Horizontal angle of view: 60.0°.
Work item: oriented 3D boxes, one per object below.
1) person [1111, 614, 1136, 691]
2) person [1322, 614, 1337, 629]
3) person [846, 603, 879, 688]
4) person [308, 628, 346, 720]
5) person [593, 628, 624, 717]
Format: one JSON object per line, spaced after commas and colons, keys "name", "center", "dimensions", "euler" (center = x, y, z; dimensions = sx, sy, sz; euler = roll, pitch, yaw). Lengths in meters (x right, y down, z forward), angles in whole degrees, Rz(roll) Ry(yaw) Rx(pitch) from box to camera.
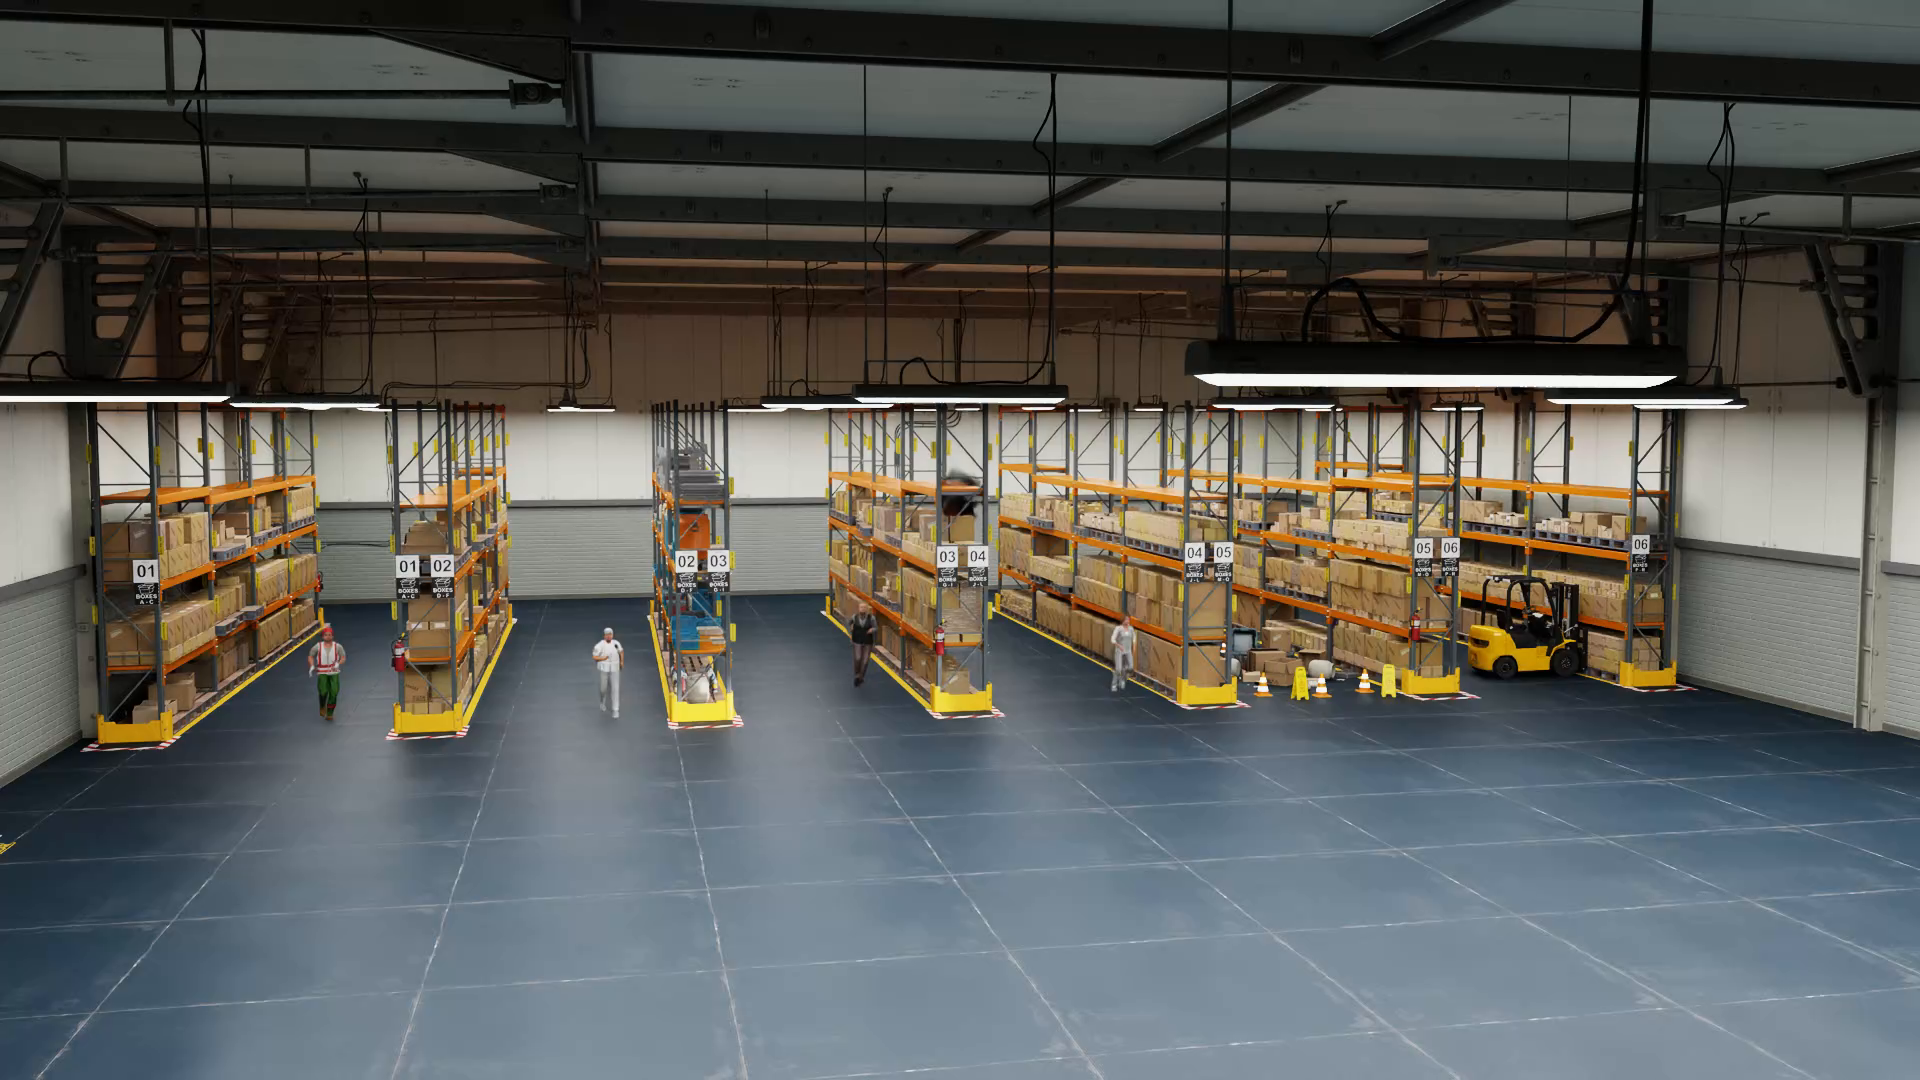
{"name": "person", "center": [3.283, 2.251, 33.174], "dimensions": [0.571, 1.558, 0.534], "euler": [-1, 4, -15]}
{"name": "person", "center": [9.593, 1.703, 42.838], "dimensions": [0.608, 1.614, 0.526], "euler": [-1, 4, -16]}
{"name": "person", "center": [-1.982, 2.131, 33.844], "dimensions": [0.646, 1.716, 0.751], "euler": [-1, 4, -10]}
{"name": "person", "center": [-11.768, 2.505, 30.983], "dimensions": [0.656, 1.738, 0.586], "euler": [-2, 5, -25]}
{"name": "person", "center": [-6.666, 2.488, 31.585], "dimensions": [0.609, 1.648, 0.945], "euler": [-1, 5, -19]}
